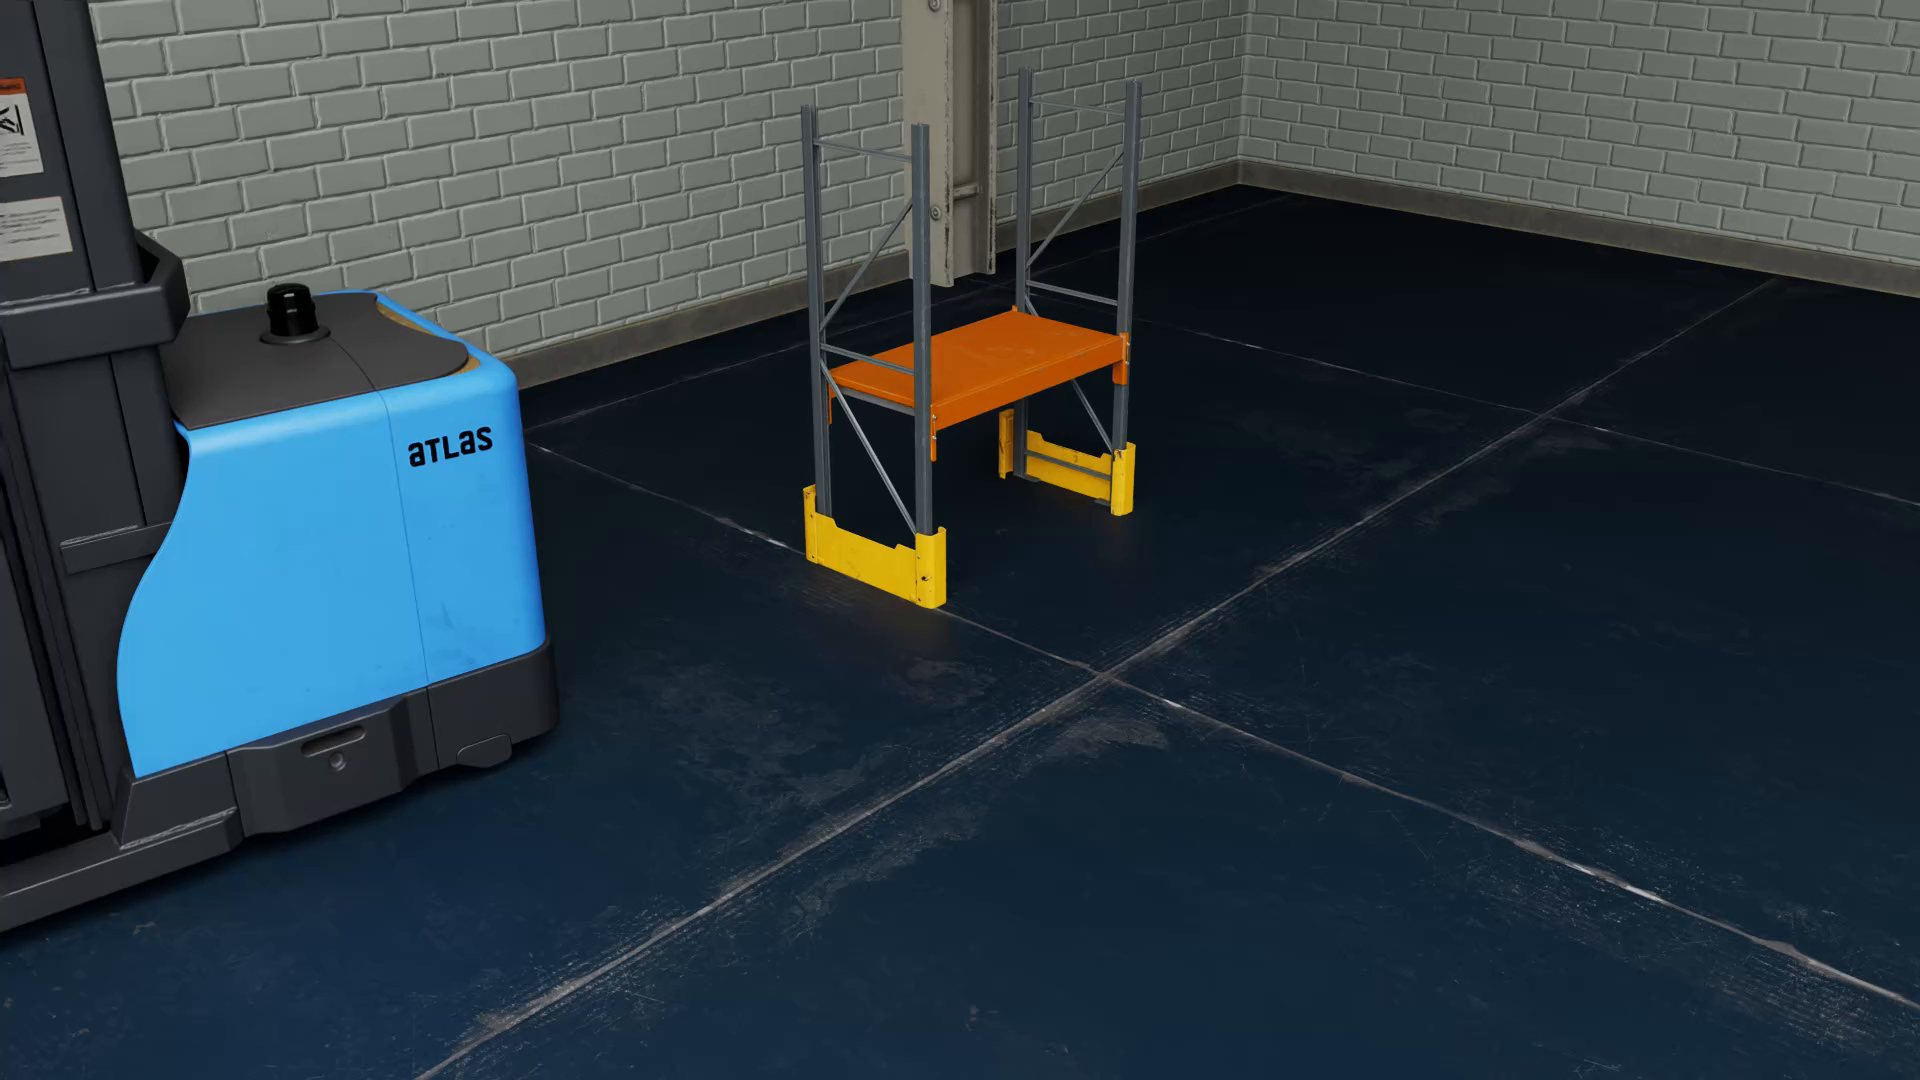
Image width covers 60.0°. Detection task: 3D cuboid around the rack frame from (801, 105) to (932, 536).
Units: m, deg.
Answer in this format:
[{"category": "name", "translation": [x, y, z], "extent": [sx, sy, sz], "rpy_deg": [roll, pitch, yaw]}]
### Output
[{"category": "rack frame", "translation": [-0.282, -0.555, 5.156], "extent": [0.500, 1.500, 0.032], "rpy_deg": [20, 31, 38]}]

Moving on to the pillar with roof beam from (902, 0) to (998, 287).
[{"category": "pillar with roof beam", "translation": [3.156, -4.354, 4.461], "extent": [9.100, 9.000, 0.400], "rpy_deg": [20, 31, 38]}]

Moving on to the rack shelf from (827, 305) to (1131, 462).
[{"category": "rack shelf", "translation": [0.057, -0.546, 5.575], "extent": [0.538, 0.185, 1.000], "rpy_deg": [20, 31, 38]}]

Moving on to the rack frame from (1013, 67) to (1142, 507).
[{"category": "rack frame", "translation": [0.396, -0.865, 5.847], "extent": [0.500, 1.500, 0.032], "rpy_deg": [20, 31, 38]}]

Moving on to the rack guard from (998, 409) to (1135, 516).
[{"category": "rack guard", "translation": [0.383, -0.289, 6.089], "extent": [0.587, 0.250, 0.087], "rpy_deg": [20, 31, 38]}]

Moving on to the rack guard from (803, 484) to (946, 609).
[{"category": "rack guard", "translation": [-0.281, 0.014, 5.412], "extent": [0.587, 0.250, 0.087], "rpy_deg": [20, 31, 38]}]

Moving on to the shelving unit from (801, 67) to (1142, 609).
[{"category": "shelving unit", "translation": [0.051, -0.708, 5.495], "extent": [0.587, 1.500, 1.083], "rpy_deg": [20, 31, 38]}]

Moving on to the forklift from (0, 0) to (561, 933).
[{"category": "forklift", "translation": [-2.546, -0.557, 3.411], "extent": [3.031, 2.935, 1.130], "rpy_deg": [-18, 30, -35]}]
